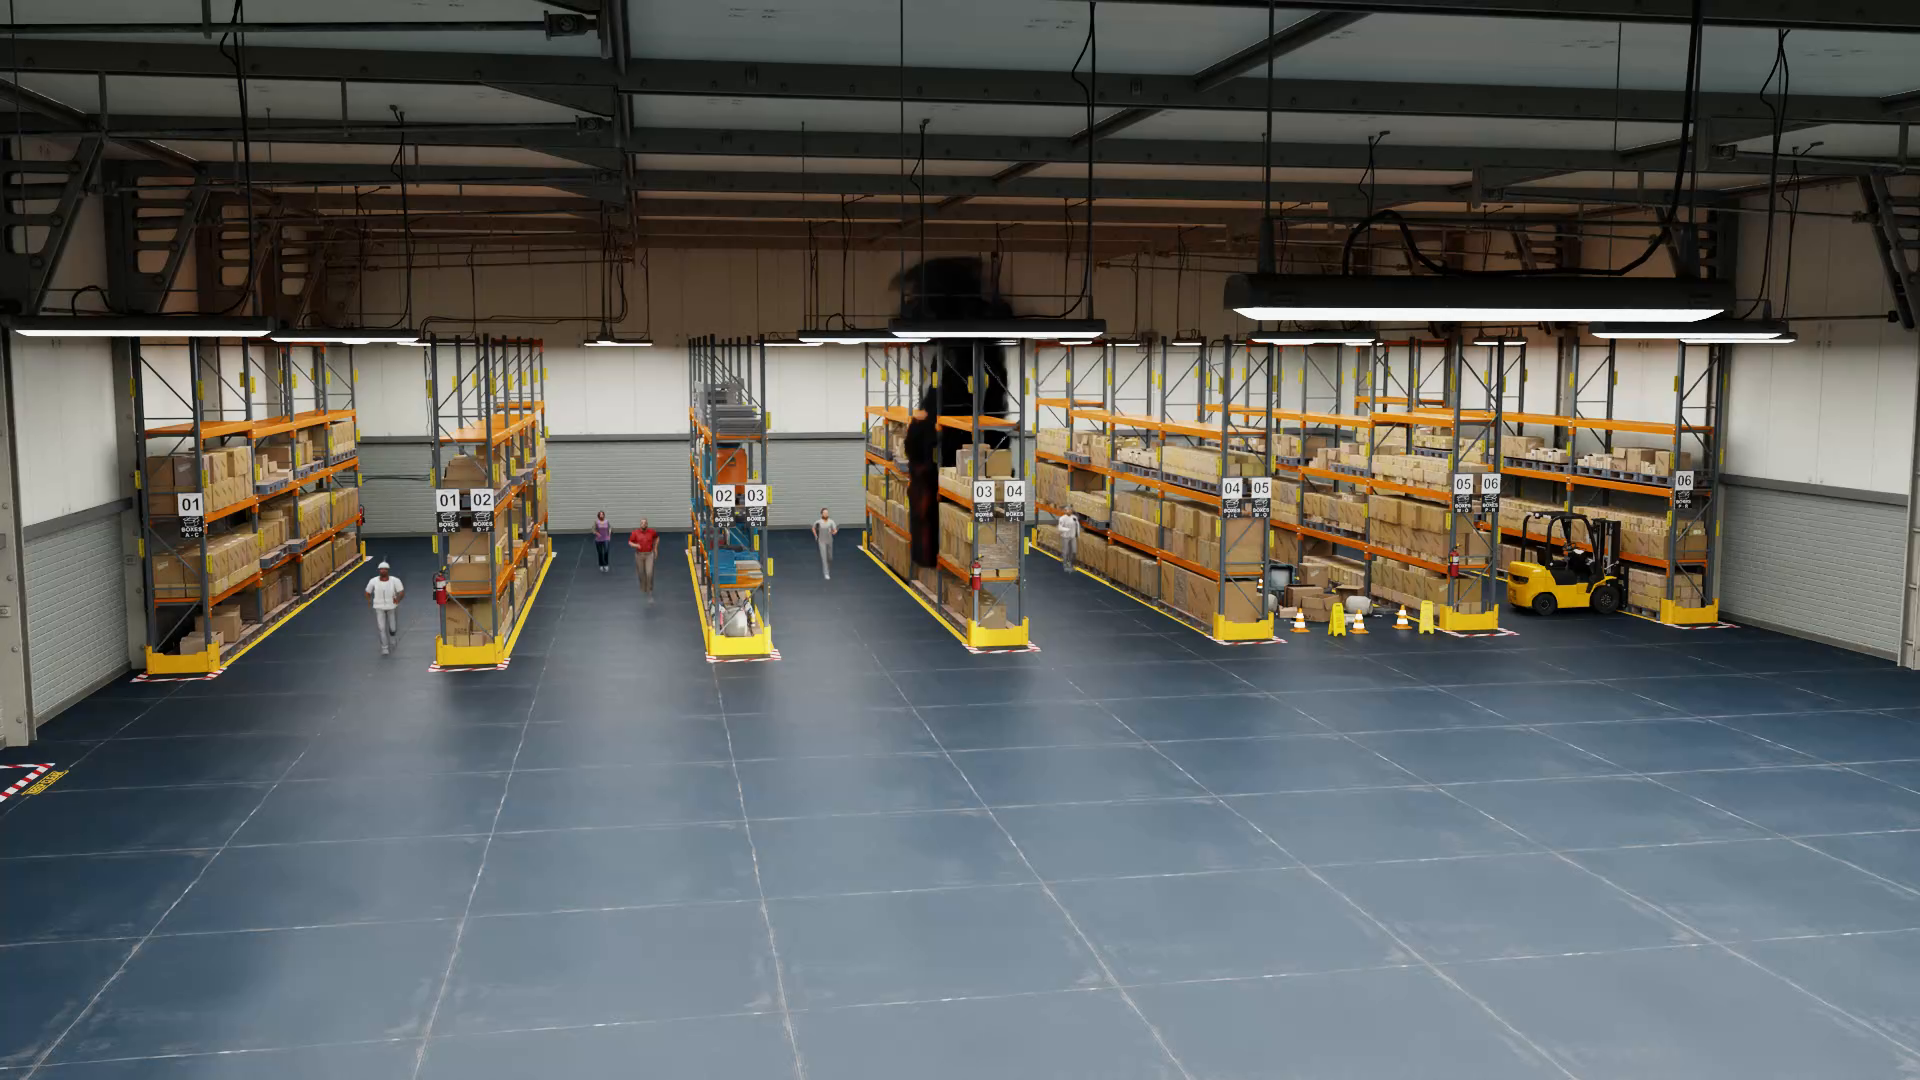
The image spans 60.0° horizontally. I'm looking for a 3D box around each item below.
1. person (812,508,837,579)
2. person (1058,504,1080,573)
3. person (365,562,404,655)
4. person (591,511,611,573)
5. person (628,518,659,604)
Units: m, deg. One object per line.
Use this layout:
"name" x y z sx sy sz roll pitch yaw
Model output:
"person" -3.198 0.079 39.529 0.575 1.670 0.848 -2 7 -16
"person" 2.682 -0.040 40.541 0.590 1.699 0.615 -1 7 -11
"person" -10.861 1.277 31.394 0.707 1.723 0.753 -2 7 -17
"person" -9.211 0.041 42.786 0.530 1.602 0.664 -2 7 -17
"person" -6.922 0.440 36.410 0.645 1.842 0.770 -1 7 -7
